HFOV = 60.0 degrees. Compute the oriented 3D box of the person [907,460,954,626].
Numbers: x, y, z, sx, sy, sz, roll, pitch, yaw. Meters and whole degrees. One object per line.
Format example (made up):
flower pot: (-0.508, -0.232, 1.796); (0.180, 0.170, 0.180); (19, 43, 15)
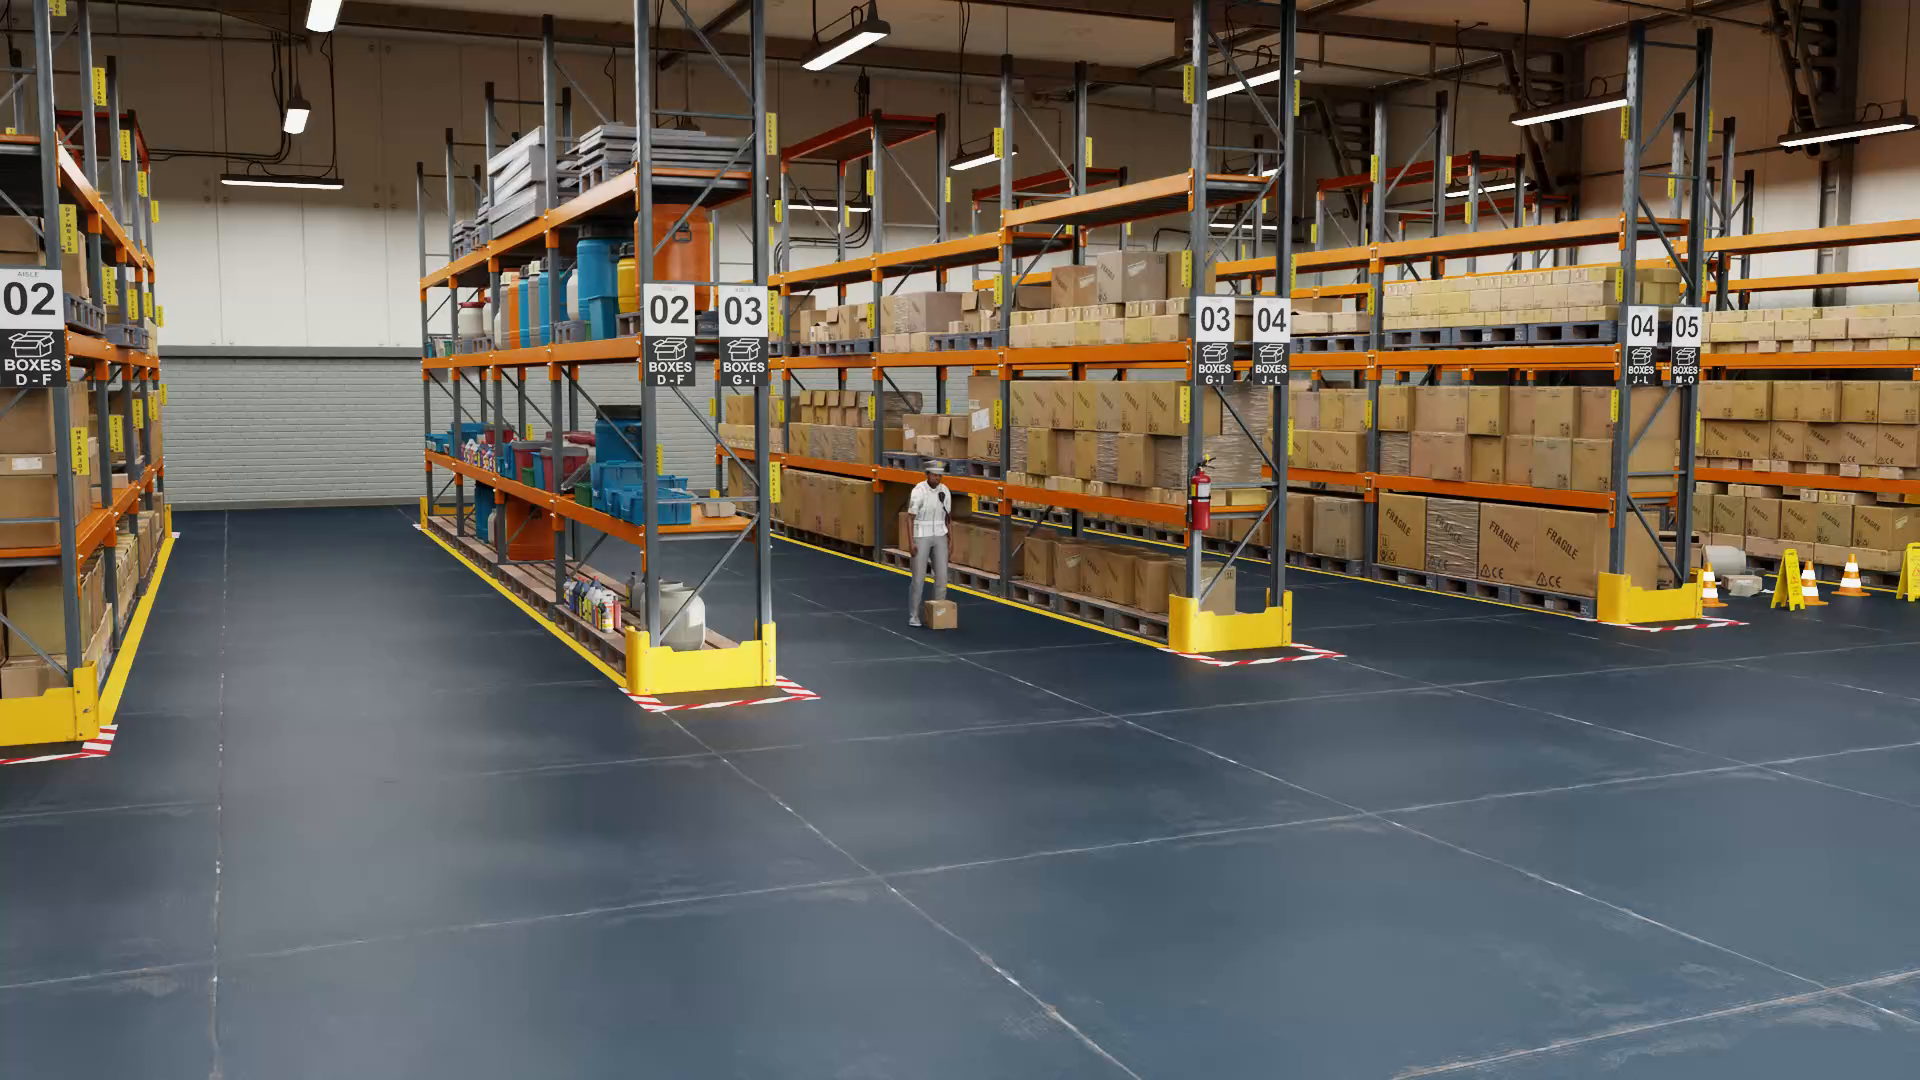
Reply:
person: (-0.299, 0.025, 16.749); (0.507, 1.659, 0.415); (-2, 6, -24)
